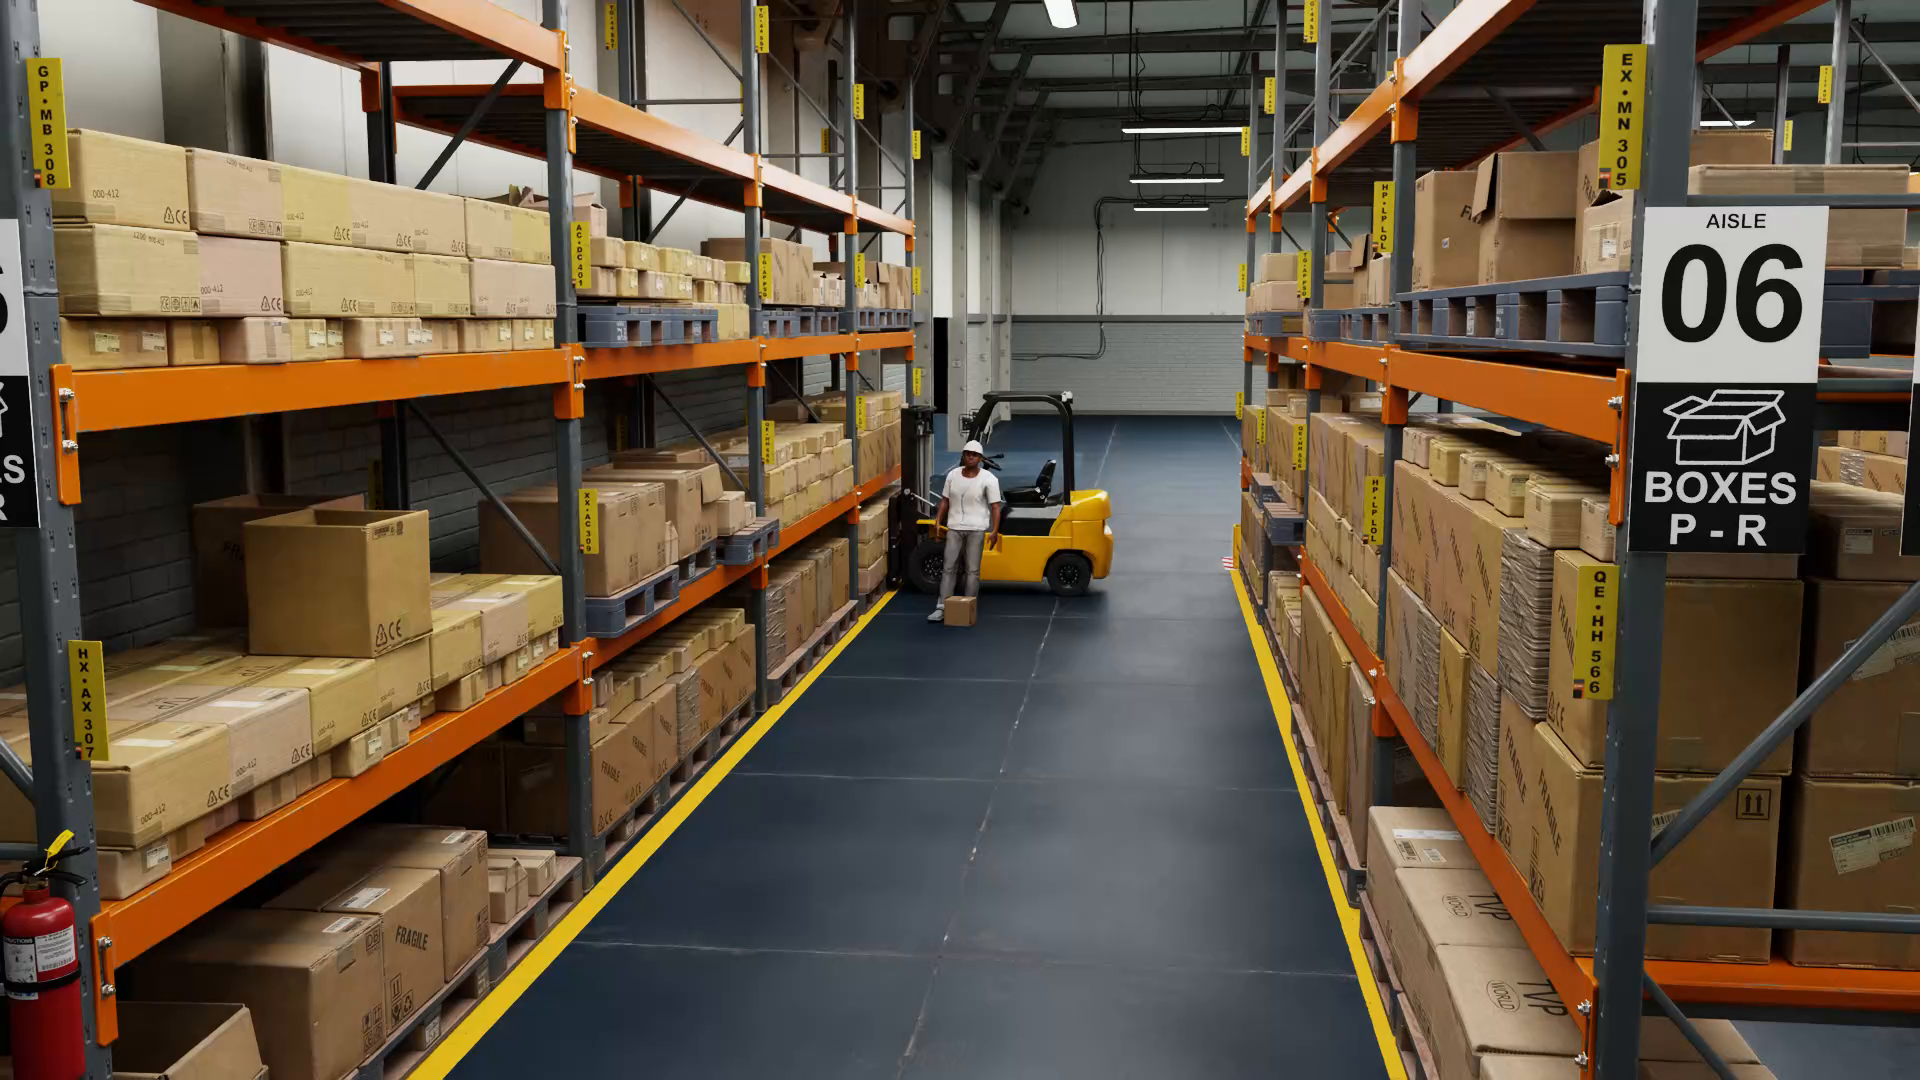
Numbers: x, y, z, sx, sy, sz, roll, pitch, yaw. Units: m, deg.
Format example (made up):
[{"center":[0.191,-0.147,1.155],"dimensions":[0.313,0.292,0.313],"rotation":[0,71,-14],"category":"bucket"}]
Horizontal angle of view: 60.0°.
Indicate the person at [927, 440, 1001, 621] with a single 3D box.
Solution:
[{"center":[0.044,-0.090,16.311],"dimensions":[0.665,1.767,0.576],"rotation":[3,8,20],"category":"person"}]
